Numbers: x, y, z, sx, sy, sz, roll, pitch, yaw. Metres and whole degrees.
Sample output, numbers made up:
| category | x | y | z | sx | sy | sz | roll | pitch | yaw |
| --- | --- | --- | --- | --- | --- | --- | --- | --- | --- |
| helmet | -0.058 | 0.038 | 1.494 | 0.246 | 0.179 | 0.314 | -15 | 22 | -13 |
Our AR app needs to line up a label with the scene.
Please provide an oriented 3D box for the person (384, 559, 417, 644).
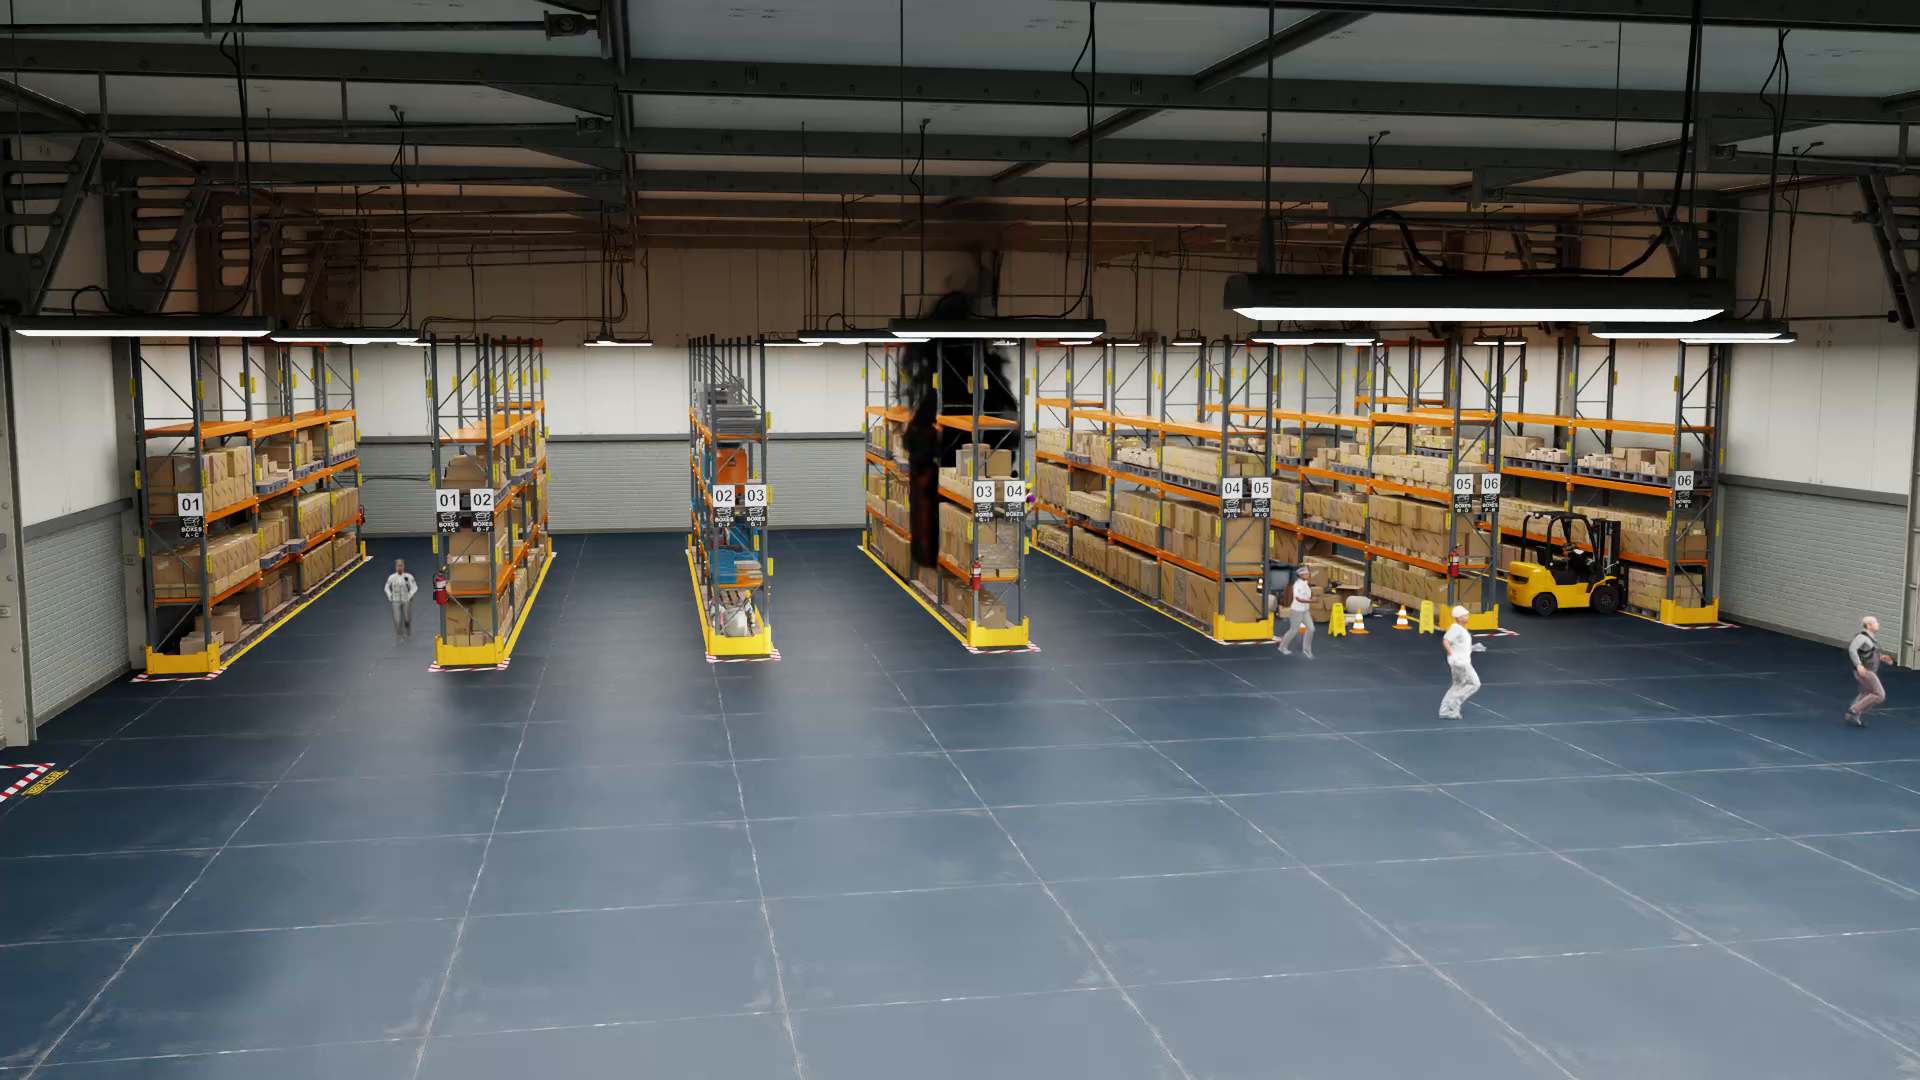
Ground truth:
| category | x | y | z | sx | sy | sz | roll | pitch | yaw |
| --- | --- | --- | --- | --- | --- | --- | --- | --- | --- |
| person | -10.927 | 1.184 | 32.501 | 0.614 | 1.647 | 0.567 | -2 | 7 | -15 |

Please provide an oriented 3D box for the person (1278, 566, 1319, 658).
| category | x | y | z | sx | sy | sz | roll | pitch | yaw |
| --- | --- | --- | --- | --- | --- | --- | --- | --- | --- |
| person | 6.325 | 1.357 | 30.948 | 0.763 | 1.772 | 0.589 | 4 | 8 | 32 |

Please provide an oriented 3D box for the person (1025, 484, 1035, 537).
| category | x | y | z | sx | sy | sz | roll | pitch | yaw |
| --- | --- | --- | --- | --- | --- | --- | --- | --- | --- |
| person | 1.898 | -0.833 | 49.774 | 0.867 | 1.715 | 0.771 | -1 | 7 | -11 |

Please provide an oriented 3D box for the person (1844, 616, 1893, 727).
| category | x | y | z | sx | sy | sz | roll | pitch | yaw |
| --- | --- | --- | --- | --- | --- | --- | --- | --- | --- |
| person | 13.790 | 1.997 | 25.215 | 0.601 | 1.688 | 0.667 | 4 | 8 | 32 |

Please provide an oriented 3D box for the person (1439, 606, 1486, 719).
| category | x | y | z | sx | sy | sz | roll | pitch | yaw |
| --- | --- | --- | --- | --- | --- | --- | --- | --- | --- |
| person | 7.778 | 1.896 | 25.714 | 0.662 | 1.747 | 0.664 | 2 | 7 | 15 |
